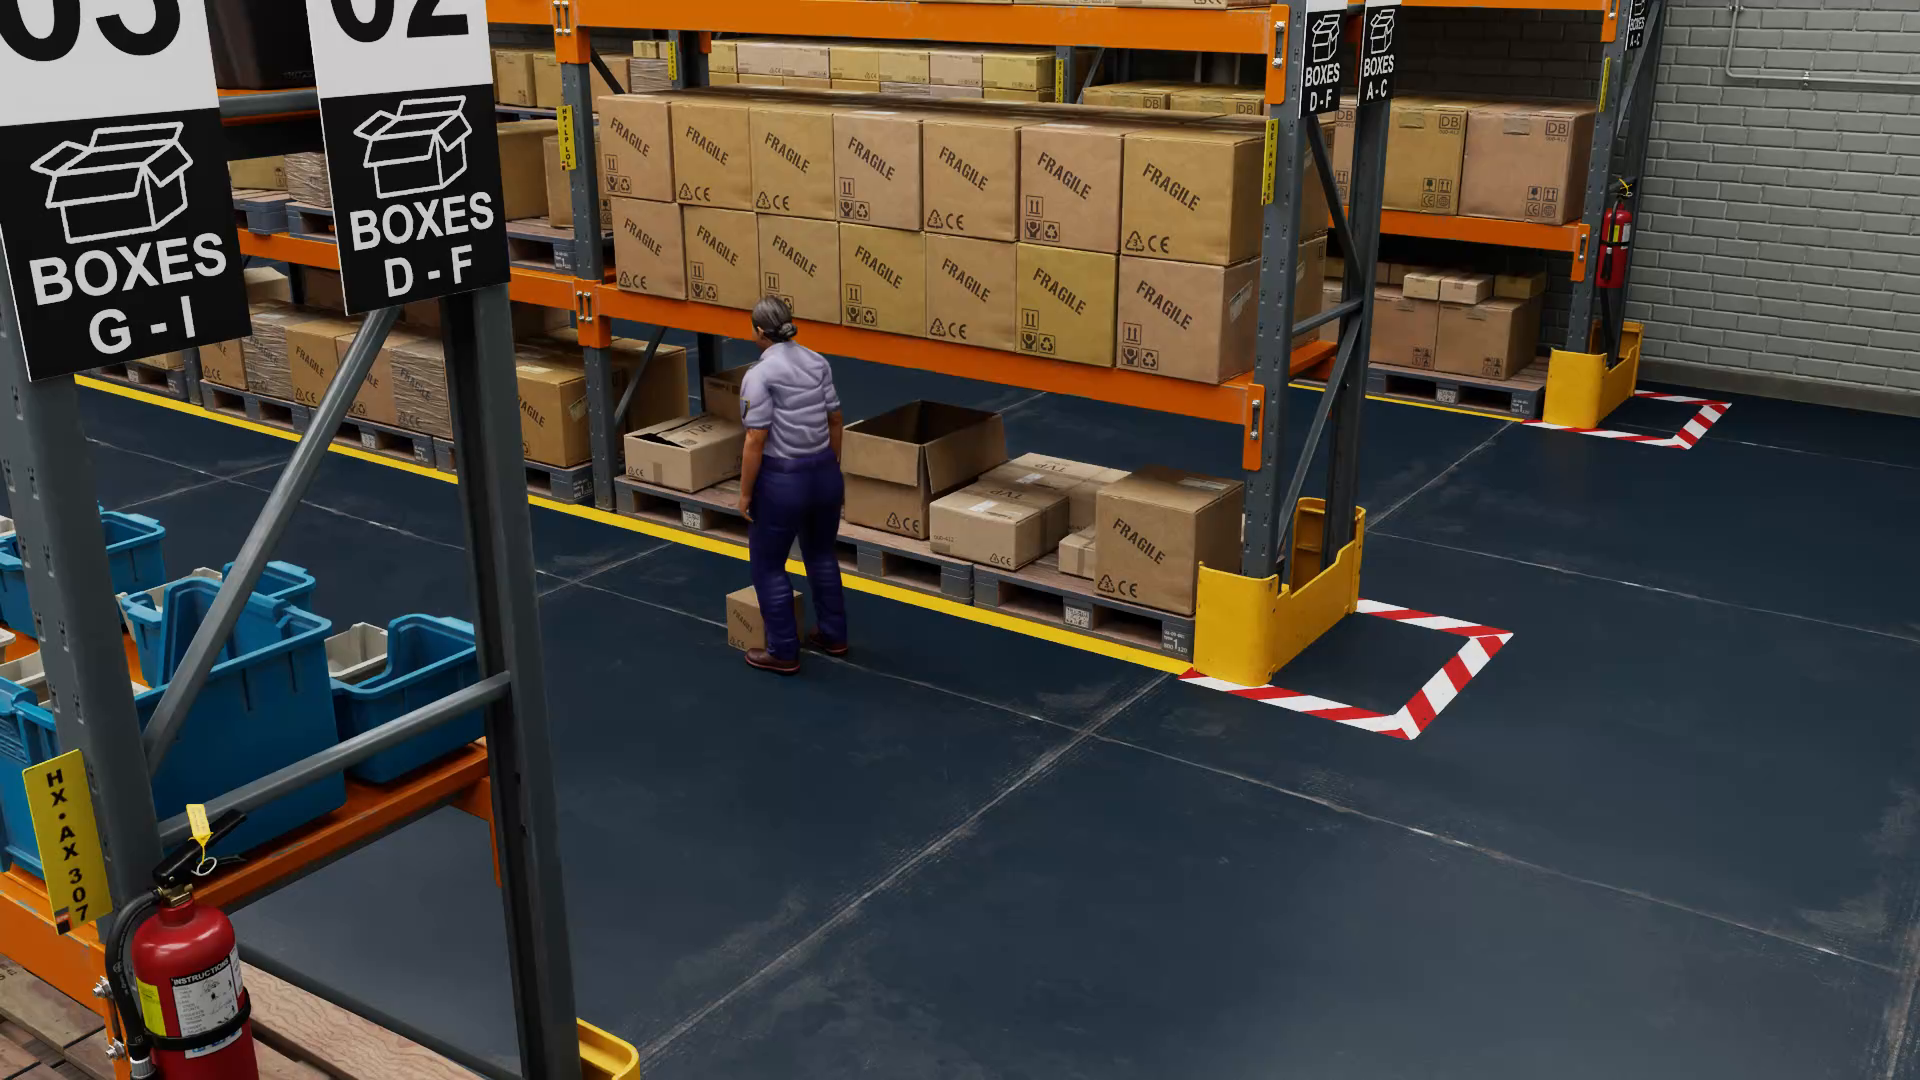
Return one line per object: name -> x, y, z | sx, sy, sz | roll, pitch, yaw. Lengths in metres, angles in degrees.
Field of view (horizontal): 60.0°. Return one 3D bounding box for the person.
person -> -0.736, -0.240, 7.245 | 0.545, 1.651, 0.331 | -18, 27, -41
